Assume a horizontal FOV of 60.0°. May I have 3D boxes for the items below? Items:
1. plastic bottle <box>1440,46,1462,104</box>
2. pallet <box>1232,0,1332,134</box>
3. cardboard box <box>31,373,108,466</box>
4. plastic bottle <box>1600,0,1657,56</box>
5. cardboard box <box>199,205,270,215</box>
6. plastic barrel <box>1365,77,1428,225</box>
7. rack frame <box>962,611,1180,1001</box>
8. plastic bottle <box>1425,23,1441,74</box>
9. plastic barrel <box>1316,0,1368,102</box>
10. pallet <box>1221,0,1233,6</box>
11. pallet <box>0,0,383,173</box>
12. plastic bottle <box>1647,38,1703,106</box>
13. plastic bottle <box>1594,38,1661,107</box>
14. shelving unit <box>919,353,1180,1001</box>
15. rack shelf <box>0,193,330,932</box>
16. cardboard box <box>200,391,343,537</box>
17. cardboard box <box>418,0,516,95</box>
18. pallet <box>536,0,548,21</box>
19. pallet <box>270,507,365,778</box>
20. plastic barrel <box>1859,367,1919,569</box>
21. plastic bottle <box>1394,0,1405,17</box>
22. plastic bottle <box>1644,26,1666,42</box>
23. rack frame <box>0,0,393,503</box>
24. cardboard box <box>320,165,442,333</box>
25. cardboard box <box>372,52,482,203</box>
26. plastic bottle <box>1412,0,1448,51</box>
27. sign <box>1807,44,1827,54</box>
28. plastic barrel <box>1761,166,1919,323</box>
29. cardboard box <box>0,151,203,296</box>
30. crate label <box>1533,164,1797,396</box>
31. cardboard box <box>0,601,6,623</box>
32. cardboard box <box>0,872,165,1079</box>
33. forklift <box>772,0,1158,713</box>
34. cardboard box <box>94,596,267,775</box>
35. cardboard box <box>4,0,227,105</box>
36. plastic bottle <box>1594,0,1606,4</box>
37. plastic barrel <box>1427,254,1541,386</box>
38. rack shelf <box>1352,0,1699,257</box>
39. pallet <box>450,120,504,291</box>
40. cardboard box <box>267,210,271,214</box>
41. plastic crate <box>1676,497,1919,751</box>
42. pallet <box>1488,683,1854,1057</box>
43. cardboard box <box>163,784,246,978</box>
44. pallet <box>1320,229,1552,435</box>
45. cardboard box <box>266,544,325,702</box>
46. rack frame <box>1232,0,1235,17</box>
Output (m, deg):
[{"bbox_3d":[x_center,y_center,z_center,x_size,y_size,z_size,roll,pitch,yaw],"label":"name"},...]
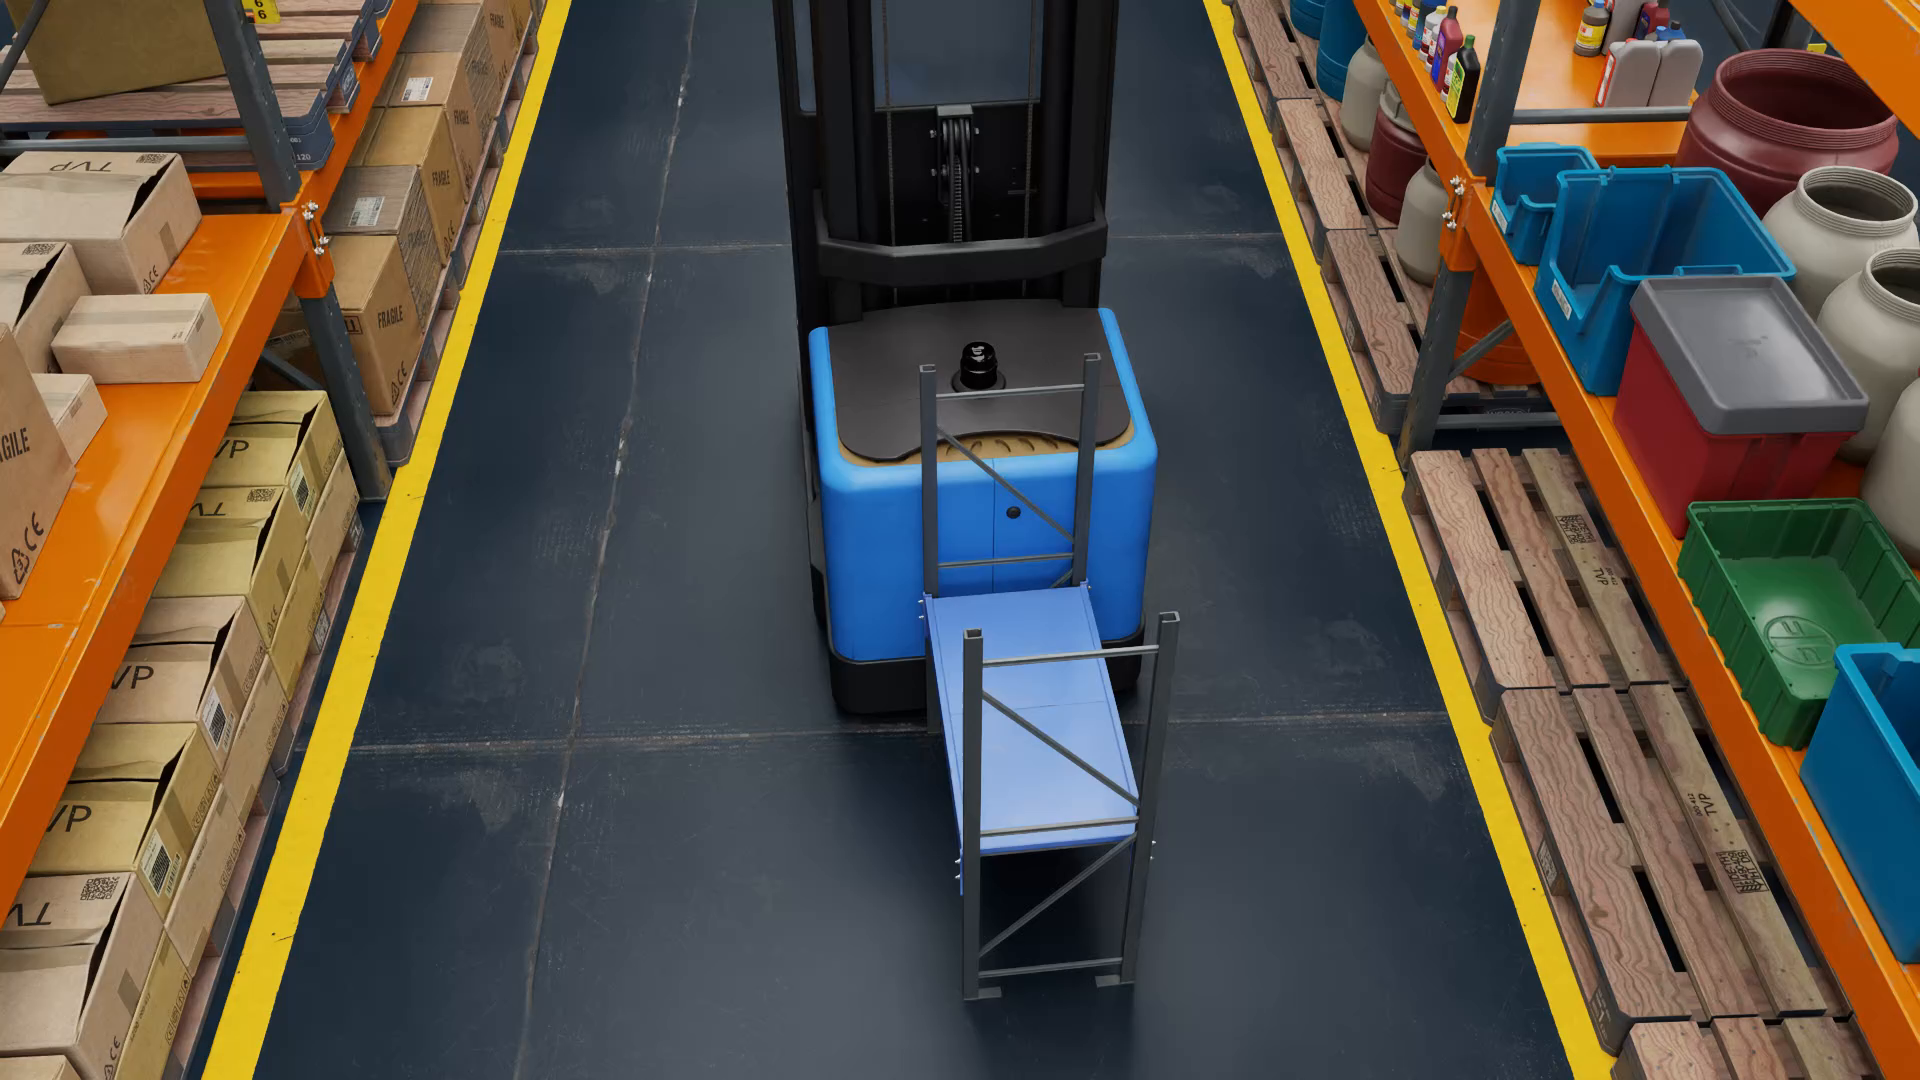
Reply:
[{"bbox_3d":[1.806,-1.686,6.016,0.097,0.201,0.097,0,43,0],"label":"plastic bottle"},{"bbox_3d":[2.058,-2.570,8.898,1.003,0.211,1.213,-2,43,-2],"label":"pallet"},{"bbox_3d":[-2.602,-0.328,4.574,0.380,0.149,0.250,1,43,1],"label":"cardboard box"},{"bbox_3d":[2.521,-1.988,6.290,0.152,0.276,0.135,-2,43,-2],"label":"plastic bottle"},{"bbox_3d":[-2.993,-1.460,6.592,0.500,0.250,0.500,0,43,0],"label":"cardboard box"},{"bbox_3d":[2.151,-1.778,7.443,0.600,0.588,0.708,-2,43,-2],"label":"plastic barrel"},{"bbox_3d":[0.257,0.748,4.324,0.500,1.500,0.032,-5,43,-5],"label":"rack frame"},{"bbox_3d":[1.797,-1.841,6.186,0.097,0.201,0.097,0,43,0],"label":"plastic bottle"},{"bbox_3d":[2.103,-2.656,8.169,0.600,0.901,0.708,-2,43,-2],"label":"plastic barrel"},{"bbox_3d":[1.997,-3.587,10.008,1.003,0.211,1.213,-2,43,-2],"label":"pallet"},{"bbox_3d":[-2.811,-1.665,5.988,1.213,0.211,1.003,-2,43,-2],"label":"pallet"},{"bbox_3d":[2.541,-1.675,5.950,0.152,0.276,0.135,-2,43,-2],"label":"plastic bottle"},{"bbox_3d":[2.389,-1.671,5.945,0.152,0.276,0.135,-2,43,-2],"label":"plastic bottle"},{"bbox_3d":[0.198,0.407,4.696,0.538,1.500,1.048,-5,43,-5],"label":"shelving unit"},{"bbox_3d":[-2.628,0.335,4.197,1.077,0.370,4.000,-2,43,-2],"label":"rack shelf"},{"bbox_3d":[-2.444,-0.281,5.646,0.500,0.311,0.500,-1,43,-1],"label":"cardboard box"},{"bbox_3d":[-2.562,-2.562,8.350,0.500,0.500,0.500,-2,43,-2],"label":"cardboard box"},{"bbox_3d":[-2.911,-3.416,9.821,1.003,0.211,1.213,-2,43,-2],"label":"pallet"},{"bbox_3d":[-2.717,0.305,5.761,1.003,0.211,1.213,-2,43,-2],"label":"pallet"},{"bbox_3d":[2.535,-0.209,4.157,0.433,0.535,0.433,0,43,0],"label":"plastic barrel"},{"bbox_3d":[1.776,-2.170,6.545,0.097,0.201,0.097,0,43,0],"label":"plastic bottle"},{"bbox_3d":[2.559,-1.793,6.133,0.097,0.201,0.097,0,43,0],"label":"plastic bottle"},{"bbox_3d":[-2.712,-1.280,5.427,1.000,3.000,0.127,-2,43,-2],"label":"rack frame"},{"bbox_3d":[-2.474,-1.190,6.852,0.500,0.500,0.500,-3,43,-3],"label":"cardboard box"},{"bbox_3d":[-2.518,-1.880,7.606,0.500,0.500,0.500,-3,43,-3],"label":"cardboard box"},{"bbox_3d":[1.788,-1.999,6.306,0.097,0.271,0.097,0,43,0],"label":"plastic bottle"},{"bbox_3d":[2.786,-1.500,5.546,0.100,0.325,0.005,-2,43,-2],"label":"sign"},{"bbox_3d":[2.494,-0.773,4.790,0.421,0.512,0.421,0,43,0],"label":"plastic barrel"},{"bbox_3d":[-2.741,-1.000,5.187,0.500,0.311,0.500,1,43,1],"label":"cardboard box"},{"bbox_3d":[2.009,-0.754,4.827,0.502,0.435,0.616,-2,43,-2],"label":"crate label"},{"bbox_3d":[-2.603,0.171,3.770,0.500,0.500,0.500,-2,43,-2],"label":"cardboard box"},{"bbox_3d":[-2.351,1.099,4.140,0.500,0.311,0.500,-3,43,-3],"label":"cardboard box"},{"bbox_3d":[-0.074,-1.502,5.719,1.130,2.935,3.031,-5,43,-5],"label":"forklift"},{"bbox_3d":[-2.397,0.410,4.892,0.500,0.311,0.500,-2,43,-2],"label":"cardboard box"},{"bbox_3d":[-2.852,-1.894,5.711,0.700,0.500,0.500,-15,45,-16],"label":"cardboard box"},{"bbox_3d":[2.483,-2.063,6.376,0.097,0.271,0.097,0,43,0],"label":"plastic bottle"},{"bbox_3d":[2.199,-1.104,6.530,0.600,0.830,0.708,-2,43,-2],"label":"plastic barrel"},{"bbox_3d":[2.152,-2.505,7.295,1.077,0.370,4.000,-2,43,-2],"label":"rack shelf"},{"bbox_3d":[-2.755,-1.579,7.816,1.003,0.211,1.213,-2,43,-2],"label":"pallet"},{"bbox_3d":[-2.987,-1.145,6.804,0.500,0.500,0.500,0,43,0],"label":"cardboard box"},{"bbox_3d":[2.050,0.191,3.978,0.450,0.188,0.662,-2,43,-2],"label":"plastic crate"},{"bbox_3d":[2.279,0.954,5.053,1.003,0.211,1.213,-2,43,-2],"label":"pallet"},{"bbox_3d":[-2.378,0.962,4.705,0.500,0.250,0.500,-1,43,-1],"label":"cardboard box"},{"bbox_3d":[2.161,-0.923,7.100,1.003,0.211,1.213,-2,43,-2],"label":"pallet"},{"bbox_3d":[-2.421,0.275,5.454,0.500,0.250,0.500,-2,43,-2],"label":"cardboard box"},{"bbox_3d":[2.067,-4.120,8.525,1.000,3.000,0.127,-2,43,-2],"label":"rack frame"}]
